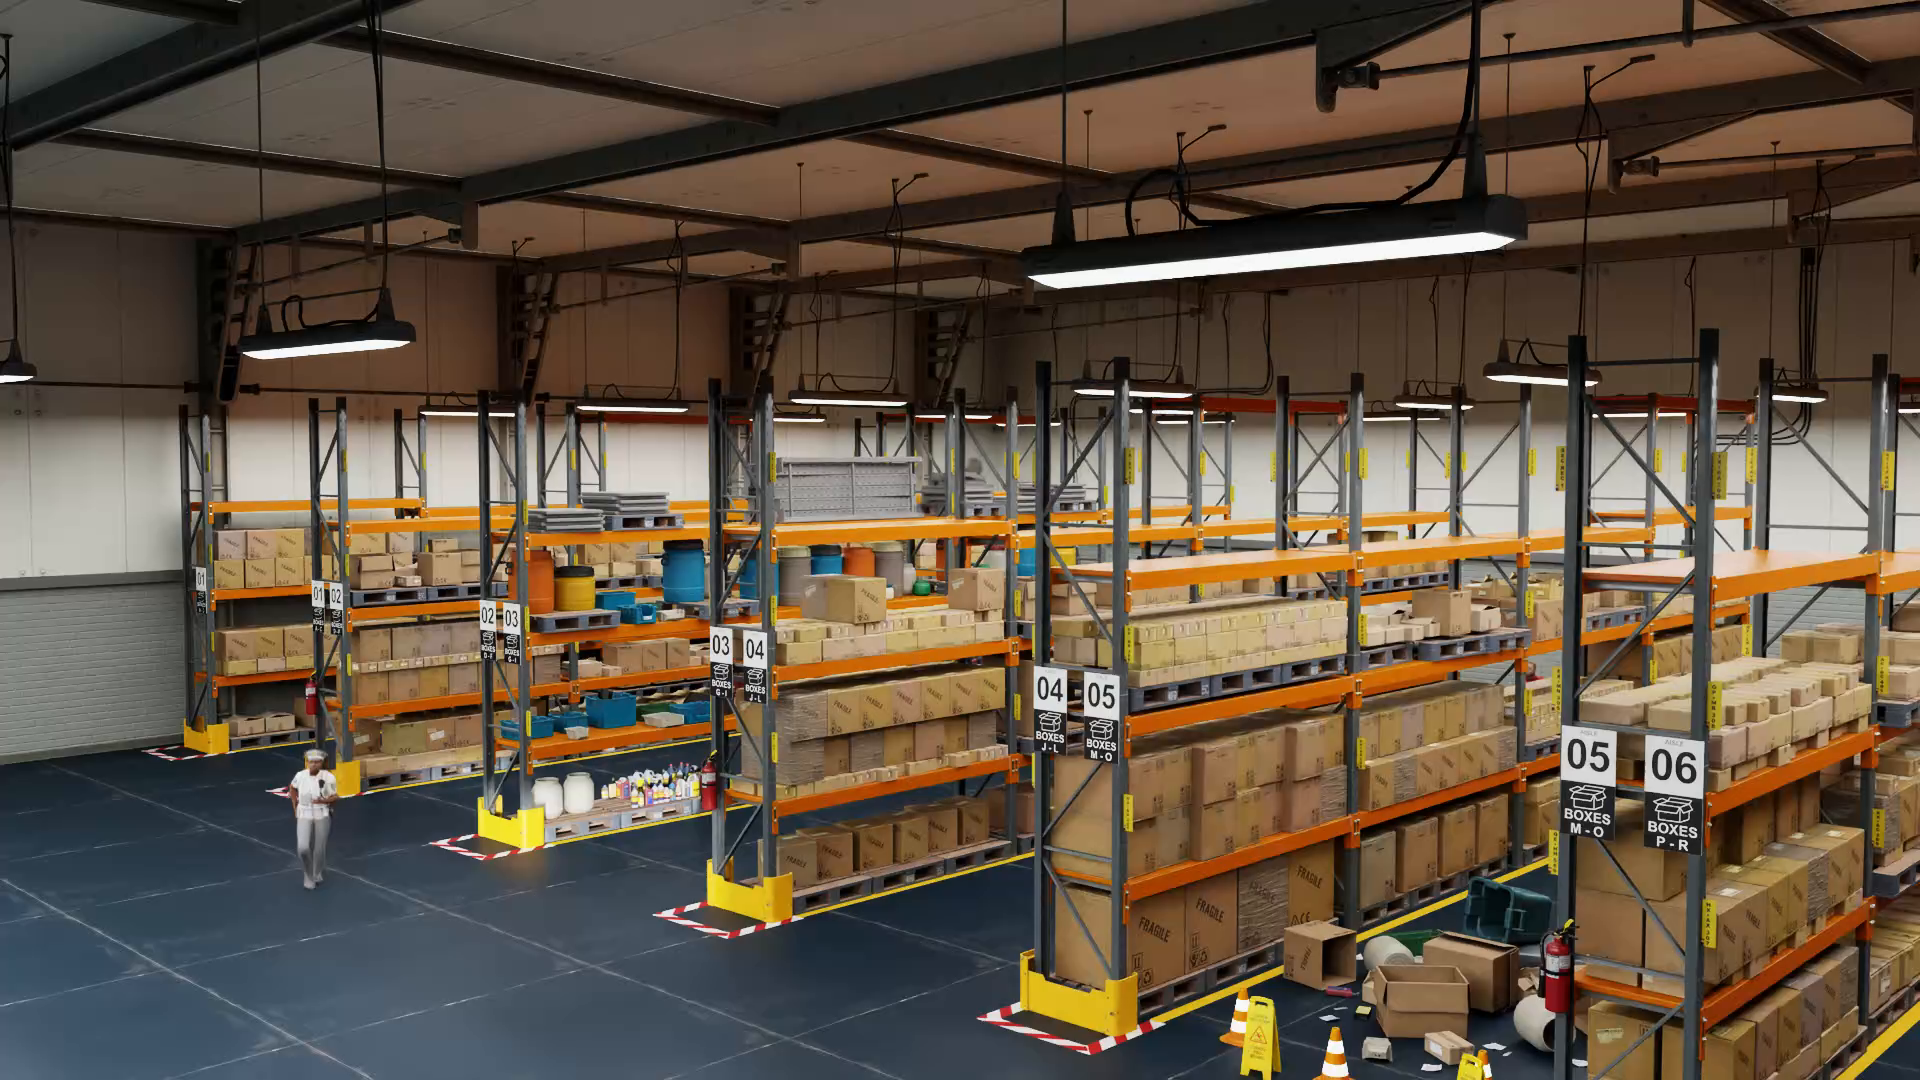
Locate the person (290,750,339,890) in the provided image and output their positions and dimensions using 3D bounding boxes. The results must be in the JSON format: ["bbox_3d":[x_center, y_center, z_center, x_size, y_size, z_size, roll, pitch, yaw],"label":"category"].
[{"bbox_3d":[-7.635,3.293,19.658,0.559,1.683,0.728,-1,3,-16],"label":"person"}]

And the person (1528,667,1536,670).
[{"bbox_3d":[9.293,2.092,27.125,0.153,0.054,0.159,-3,4,-44],"label":"person"}]
